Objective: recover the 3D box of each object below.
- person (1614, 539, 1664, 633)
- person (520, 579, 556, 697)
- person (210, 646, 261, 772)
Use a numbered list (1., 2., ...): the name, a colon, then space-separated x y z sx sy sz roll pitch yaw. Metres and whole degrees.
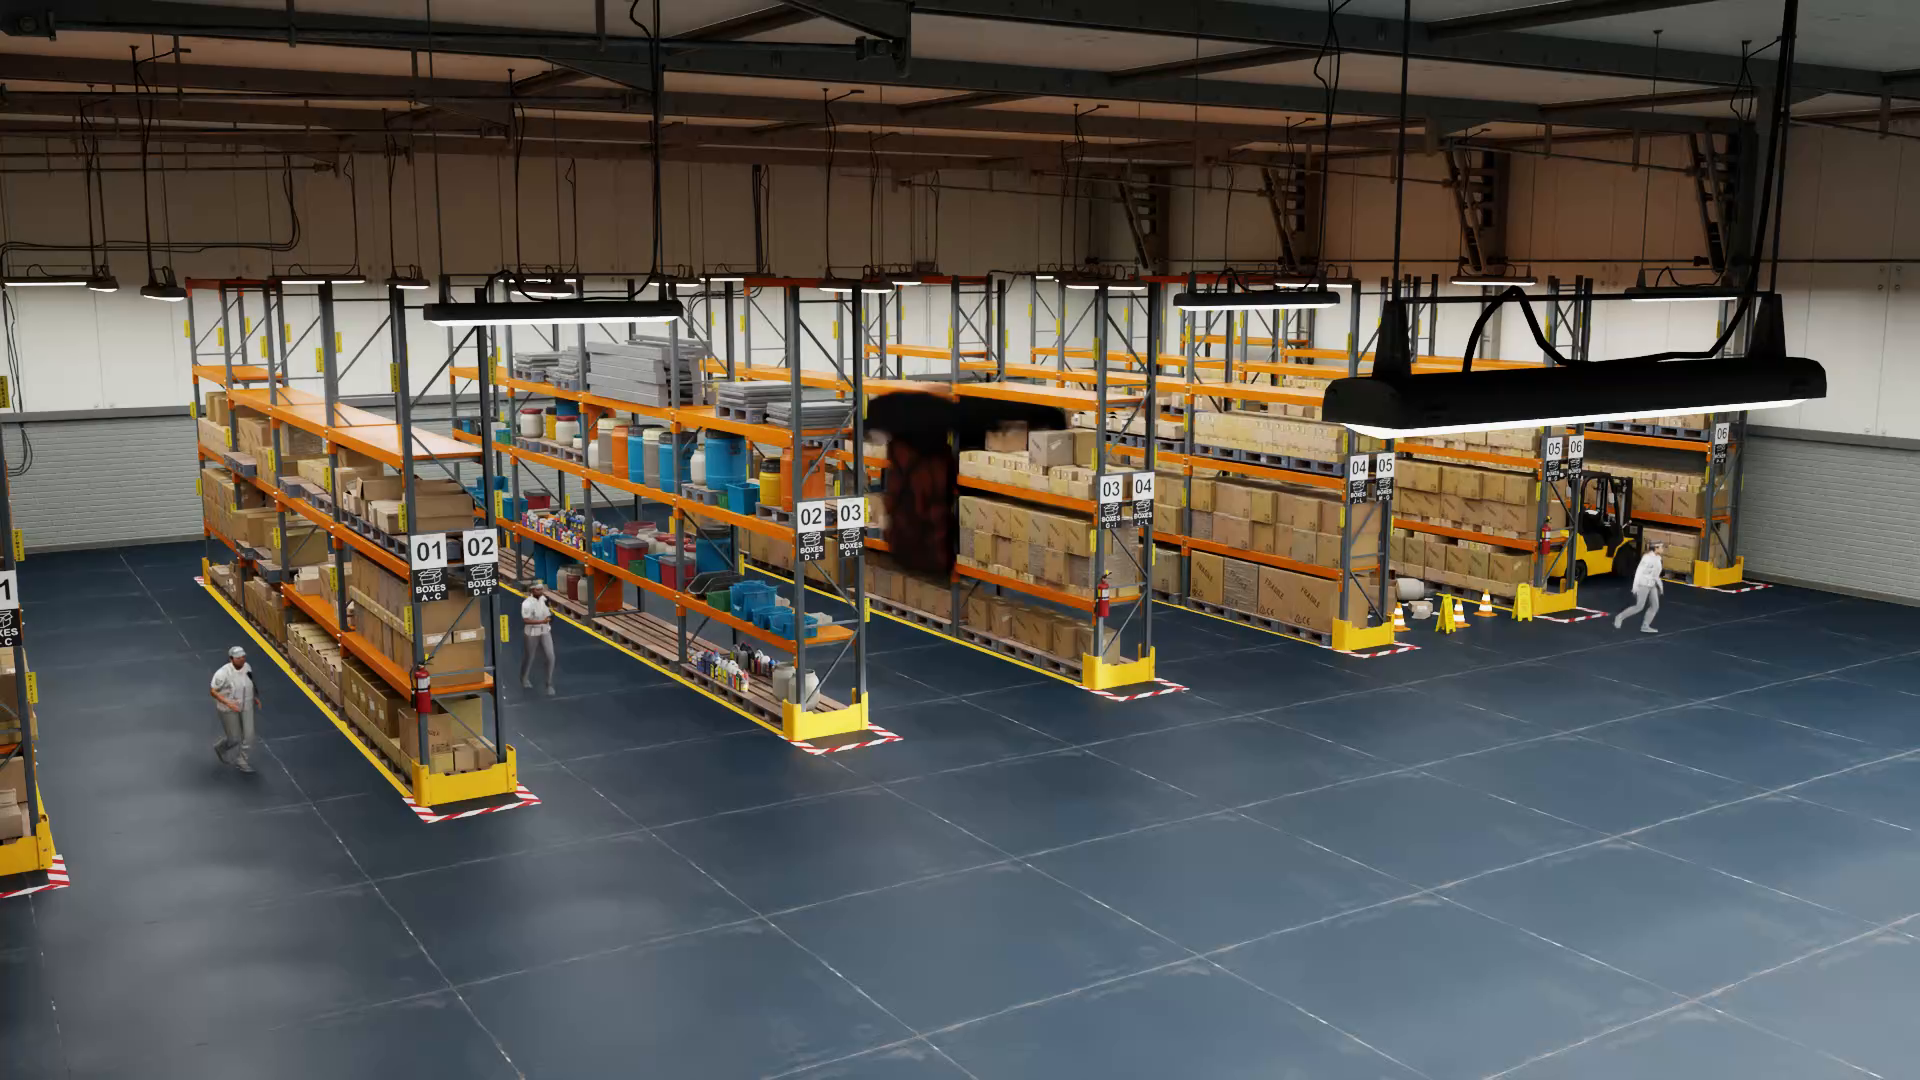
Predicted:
1. person: 11.691 0.768 28.568 0.682 1.614 0.679 9 13 44
2. person: -6.243 1.423 24.478 0.501 1.747 0.848 -9 13 -42
3. person: -9.083 2.099 20.790 0.659 1.613 0.606 7 12 36
